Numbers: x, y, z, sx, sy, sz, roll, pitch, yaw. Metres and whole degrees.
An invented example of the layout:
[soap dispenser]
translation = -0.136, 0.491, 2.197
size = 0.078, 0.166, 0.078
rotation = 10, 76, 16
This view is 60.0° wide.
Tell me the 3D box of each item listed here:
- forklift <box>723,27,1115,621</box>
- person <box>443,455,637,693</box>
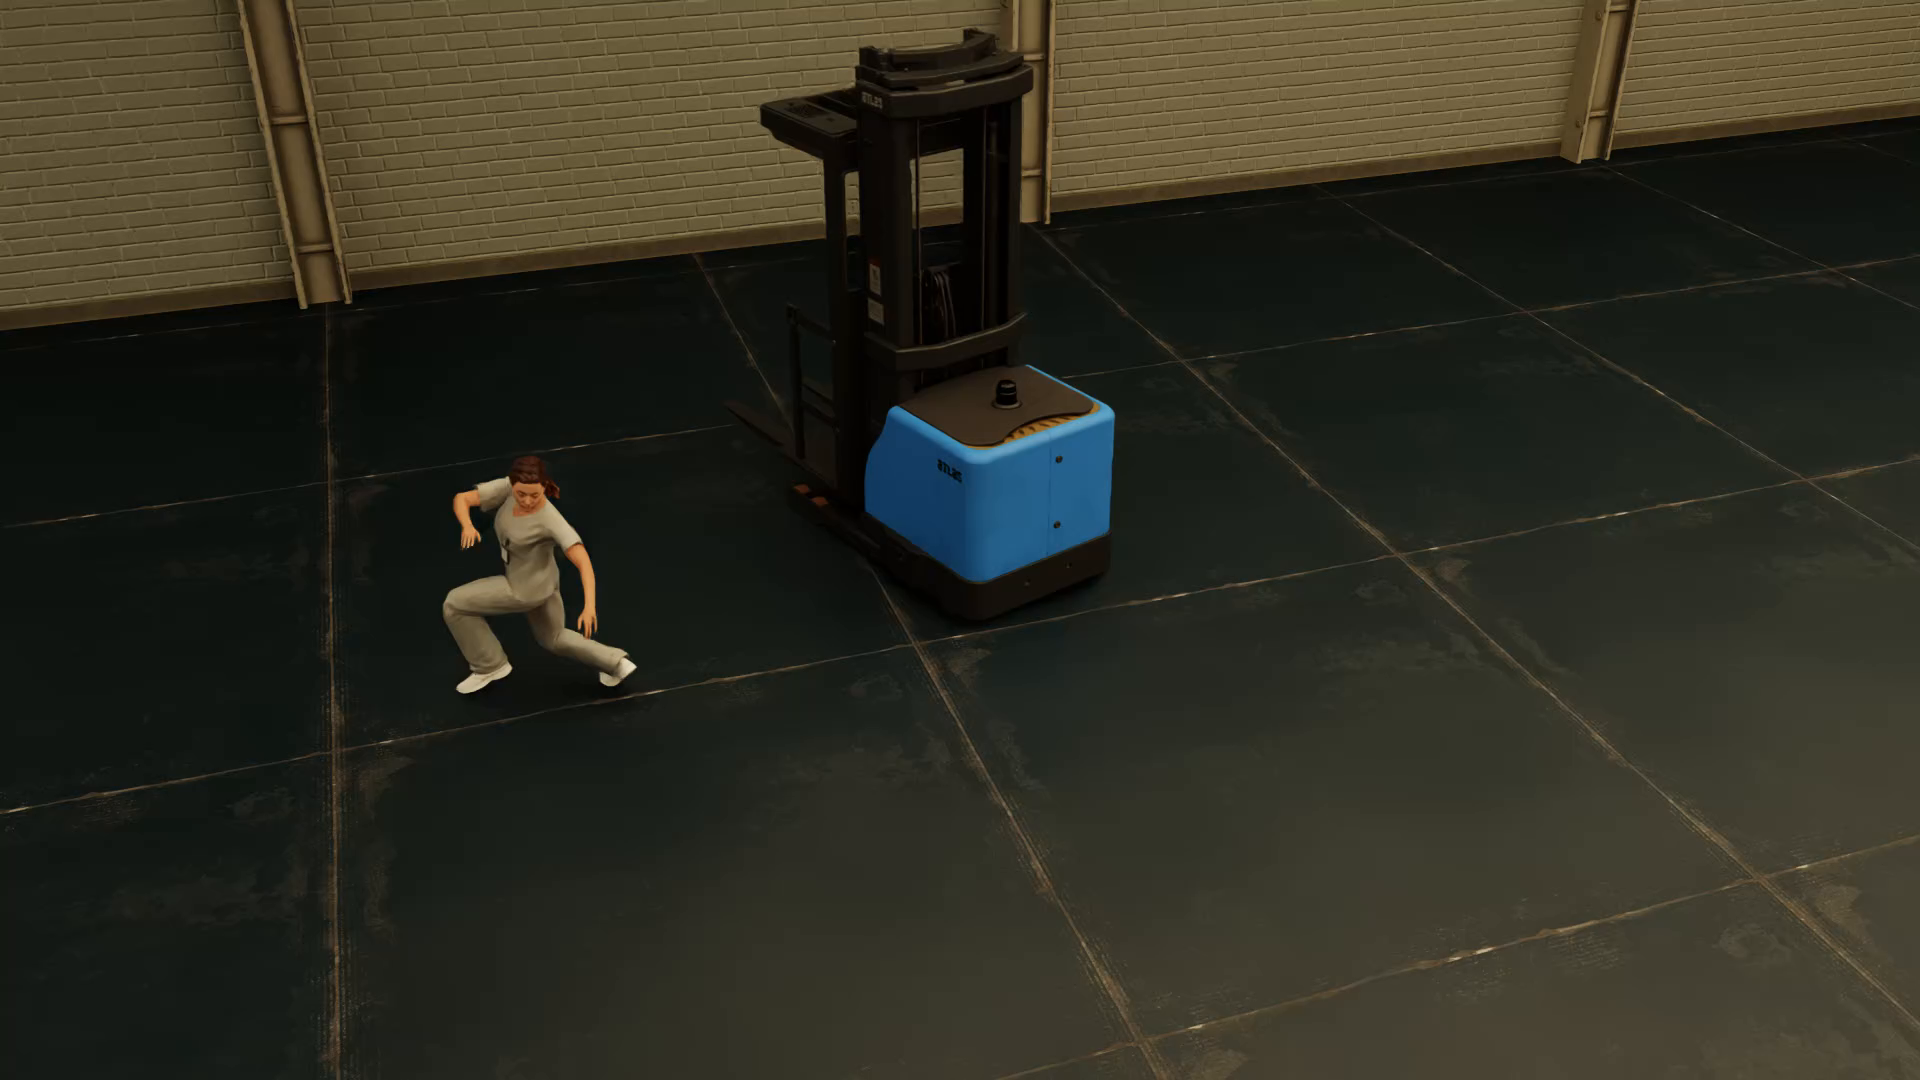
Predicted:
[forklift]
translation = -0.420, -1.504, 9.701
size = 1.130, 2.935, 3.031
rotation = -21, 36, -32
[person]
translation = -2.129, 0.257, 8.217
size = 0.963, 1.405, 0.737
rotation = -3, 30, -5
